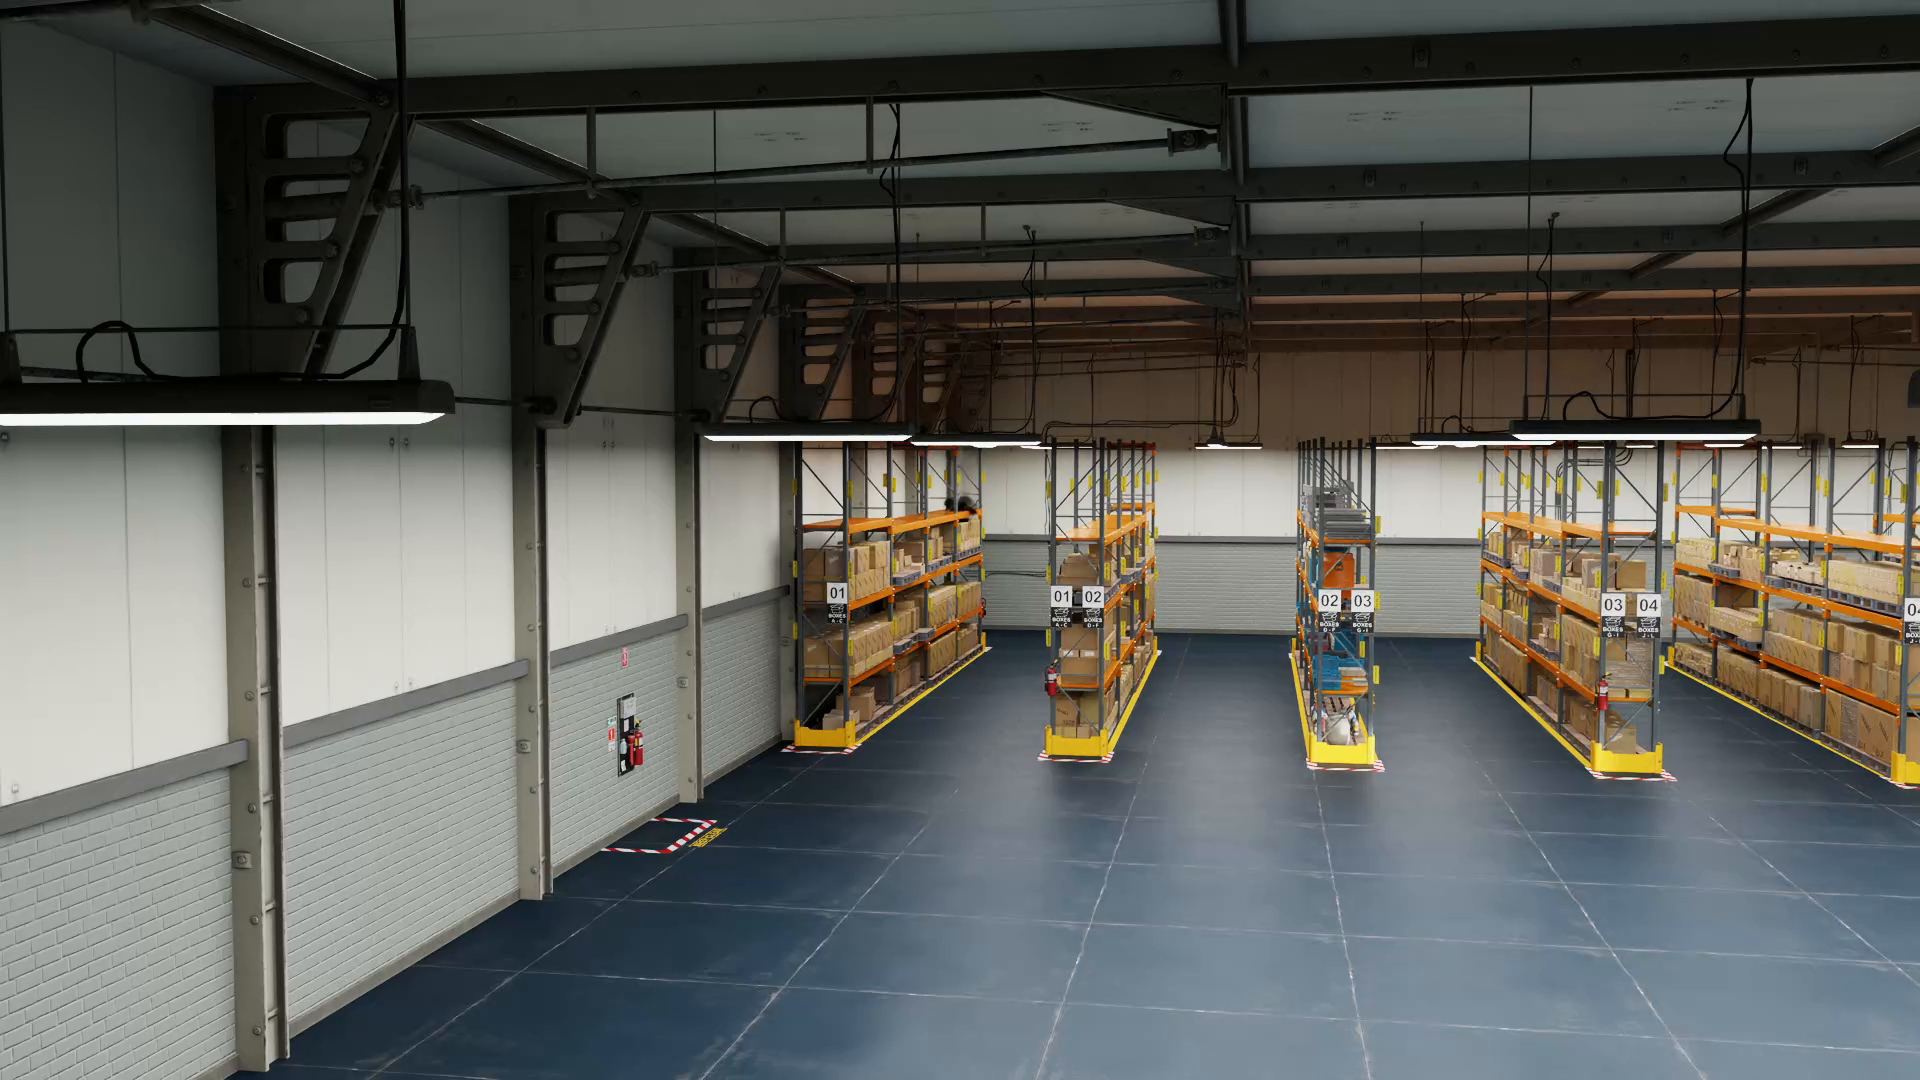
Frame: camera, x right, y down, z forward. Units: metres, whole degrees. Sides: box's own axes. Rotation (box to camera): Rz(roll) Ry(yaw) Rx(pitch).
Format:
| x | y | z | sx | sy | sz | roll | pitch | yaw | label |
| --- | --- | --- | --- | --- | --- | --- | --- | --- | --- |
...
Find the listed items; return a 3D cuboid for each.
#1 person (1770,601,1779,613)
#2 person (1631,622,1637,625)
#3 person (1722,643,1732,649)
| x | y | z | sx | sy | sz | roll | pitch | yaw | label |
| --- | --- | --- | --- | --- | --- | --- | --- | --- | --- |
| 22.597 | 2.483 | 46.203 | 0.638 | 1.580 | 0.517 | -1 | 3 | -16 | person |
| 18.099 | 2.481 | 45.473 | 0.603 | 1.681 | 0.746 | -1 | 3 | -14 | person |
| 20.882 | 2.493 | 44.864 | 0.766 | 1.781 | 0.679 | -1 | 3 | -22 | person |
